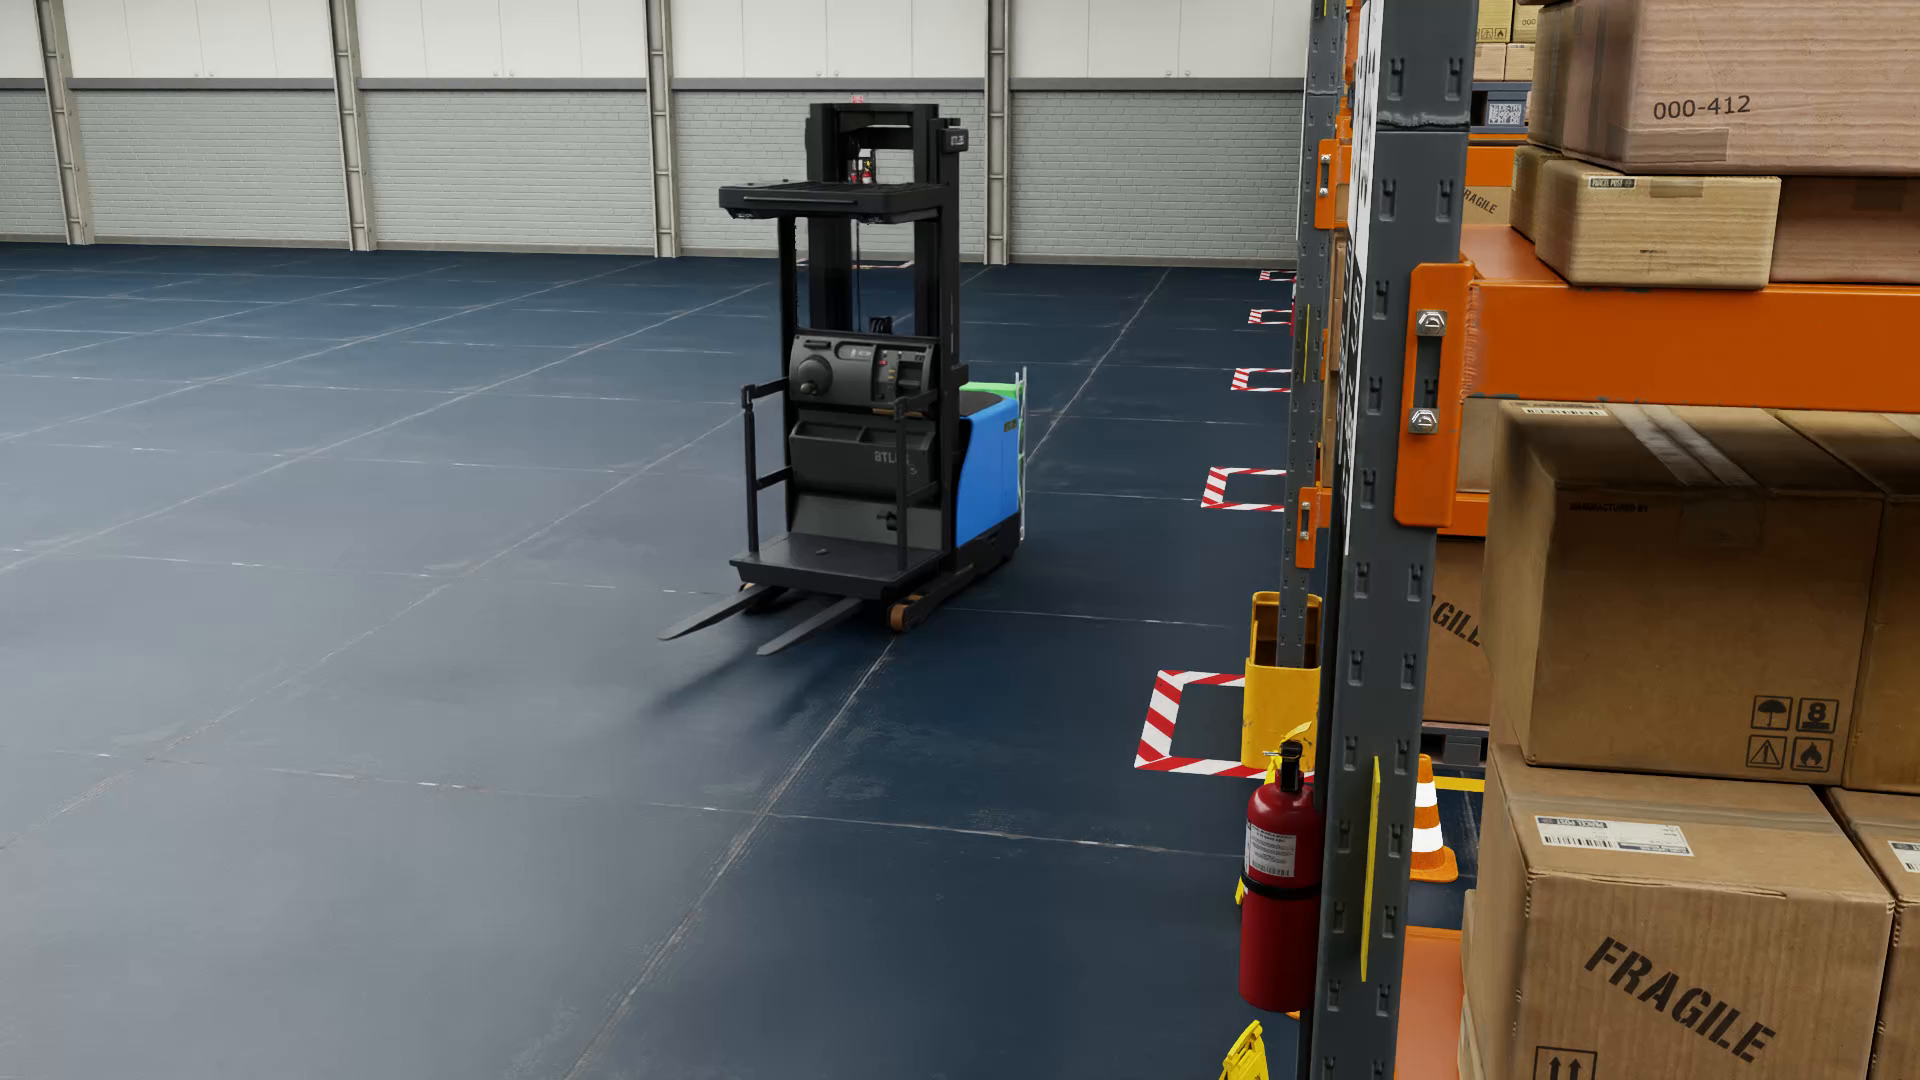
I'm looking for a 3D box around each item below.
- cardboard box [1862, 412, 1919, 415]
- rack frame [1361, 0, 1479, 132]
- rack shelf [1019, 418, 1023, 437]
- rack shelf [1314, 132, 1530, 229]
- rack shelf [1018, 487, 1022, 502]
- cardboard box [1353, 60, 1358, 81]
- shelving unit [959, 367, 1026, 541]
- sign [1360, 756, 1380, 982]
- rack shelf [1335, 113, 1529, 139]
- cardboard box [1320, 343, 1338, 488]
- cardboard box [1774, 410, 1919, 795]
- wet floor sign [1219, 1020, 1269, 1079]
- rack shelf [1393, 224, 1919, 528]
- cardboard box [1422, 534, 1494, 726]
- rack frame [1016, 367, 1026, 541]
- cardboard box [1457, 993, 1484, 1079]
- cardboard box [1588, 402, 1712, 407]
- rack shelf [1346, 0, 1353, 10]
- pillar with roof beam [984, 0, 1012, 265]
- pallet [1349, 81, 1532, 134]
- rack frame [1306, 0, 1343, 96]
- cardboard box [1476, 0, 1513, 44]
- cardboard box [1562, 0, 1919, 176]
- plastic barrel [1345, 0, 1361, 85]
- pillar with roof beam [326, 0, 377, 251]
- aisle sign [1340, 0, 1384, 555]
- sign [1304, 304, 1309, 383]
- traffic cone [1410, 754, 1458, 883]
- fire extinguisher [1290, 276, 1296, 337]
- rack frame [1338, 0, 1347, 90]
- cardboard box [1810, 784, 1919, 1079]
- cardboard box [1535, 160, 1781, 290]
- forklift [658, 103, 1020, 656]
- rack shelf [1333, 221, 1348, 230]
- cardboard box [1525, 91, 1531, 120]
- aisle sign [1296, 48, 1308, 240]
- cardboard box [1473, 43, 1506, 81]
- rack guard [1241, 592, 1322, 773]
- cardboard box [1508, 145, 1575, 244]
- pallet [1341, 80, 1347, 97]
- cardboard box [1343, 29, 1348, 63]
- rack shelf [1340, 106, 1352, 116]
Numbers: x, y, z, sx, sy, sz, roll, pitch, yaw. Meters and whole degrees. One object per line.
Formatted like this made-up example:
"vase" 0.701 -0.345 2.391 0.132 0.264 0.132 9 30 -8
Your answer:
"cardboard box" 4.114 -0.494 7.374 0.550 0.550 0.875 3 16 11
"rack frame" 0.720 -2.126 2.308 0.127 3.000 1.000 3 16 11
"rack shelf" 0.171 -0.743 11.267 0.480 0.148 0.258 4 16 15
"rack shelf" 3.567 -1.527 7.115 4.000 0.370 1.077 3 16 11
"rack shelf" 0.171 -0.280 11.395 0.480 0.148 0.258 4 16 15
"cardboard box" 2.918 -3.317 11.763 0.250 0.149 0.380 3 16 11
"shelving unit" 0.171 -0.573 11.314 0.503 1.200 0.258 4 16 15
"sign" 0.612 0.490 2.481 0.005 0.325 0.100 3 16 11
"rack shelf" 4.654 -2.819 11.779 4.000 0.370 1.077 3 16 11
"cardboard box" 1.980 -0.599 7.755 0.550 0.550 0.875 3 16 11
"cardboard box" 1.758 0.091 2.926 0.500 0.500 0.700 3 16 12
"wet floor sign" 0.747 1.610 4.470 0.232 0.644 0.267 9 18 30
"rack shelf" 2.679 -0.227 2.421 4.000 0.370 1.077 3 16 11
"cardboard box" 2.285 0.306 7.963 0.875 0.875 0.875 3 16 11
"rack frame" 0.407 -0.556 11.253 0.015 1.200 0.240 4 16 15
"cardboard box" 1.011 0.959 2.882 0.250 0.149 0.380 3 16 11
"cardboard box" 3.047 -0.513 7.444 0.550 0.550 0.875 3 16 11
"rack shelf" 6.632 -6.663 20.787 4.000 0.370 1.077 3 16 11
"pillar with roof beam" -0.224 -7.987 23.470 0.400 9.000 9.100 3 16 11
"pallet" 2.336 -1.901 7.282 1.213 0.211 1.003 3 16 11
"rack frame" 1.607 -3.426 7.002 0.127 3.000 1.000 3 16 11
"cardboard box" 2.029 -2.209 6.979 0.500 0.250 0.500 3 16 11
"cardboard box" 1.159 -0.655 2.341 0.500 0.250 0.500 3 16 10
"plastic barrel" 4.183 -4.985 16.658 0.708 0.830 0.600 3 16 11
"pillar with roof beam" -11.983 -8.626 25.774 0.400 9.000 9.100 3 16 11
"aisle sign" 0.597 -0.409 2.481 0.004 0.787 0.394 3 16 11
"sign" 1.490 -0.845 7.154 0.005 0.325 0.100 3 16 11
"traffic cone" 1.844 1.088 6.699 0.334 0.463 0.336 3 16 11
"fire extinguisher" 2.674 -1.916 12.935 0.183 0.674 0.296 3 16 11
"rack frame" 2.694 -4.718 11.667 0.127 3.000 1.000 3 16 11
"cardboard box" 1.637 0.699 2.607 0.500 0.500 0.500 4 16 13
"cardboard box" 0.980 -0.456 2.372 0.250 0.149 0.380 3 16 11
"forklift" -0.671 -1.011 9.651 1.130 2.935 3.031 7 17 23
"rack shelf" 6.632 -3.965 21.534 4.000 0.370 1.077 3 16 11
"cardboard box" 4.106 -3.054 11.559 0.500 0.250 0.500 3 16 11
"aisle sign" 1.478 -1.713 7.186 0.004 0.787 0.394 3 16 11
"cardboard box" 2.129 -1.994 6.950 0.250 0.149 0.380 3 16 12
"rack guard" 1.583 0.669 8.142 0.348 0.500 1.175 3 16 11
"cardboard box" 1.125 -0.613 2.938 0.250 0.149 0.380 3 16 11
"pallet" 5.360 -5.777 21.274 1.213 0.211 1.003 3 16 11
"cardboard box" 5.985 -7.615 25.648 0.500 0.500 0.500 2 16 7
"rack shelf" 5.641 -4.115 16.457 4.000 0.370 1.077 3 16 11
